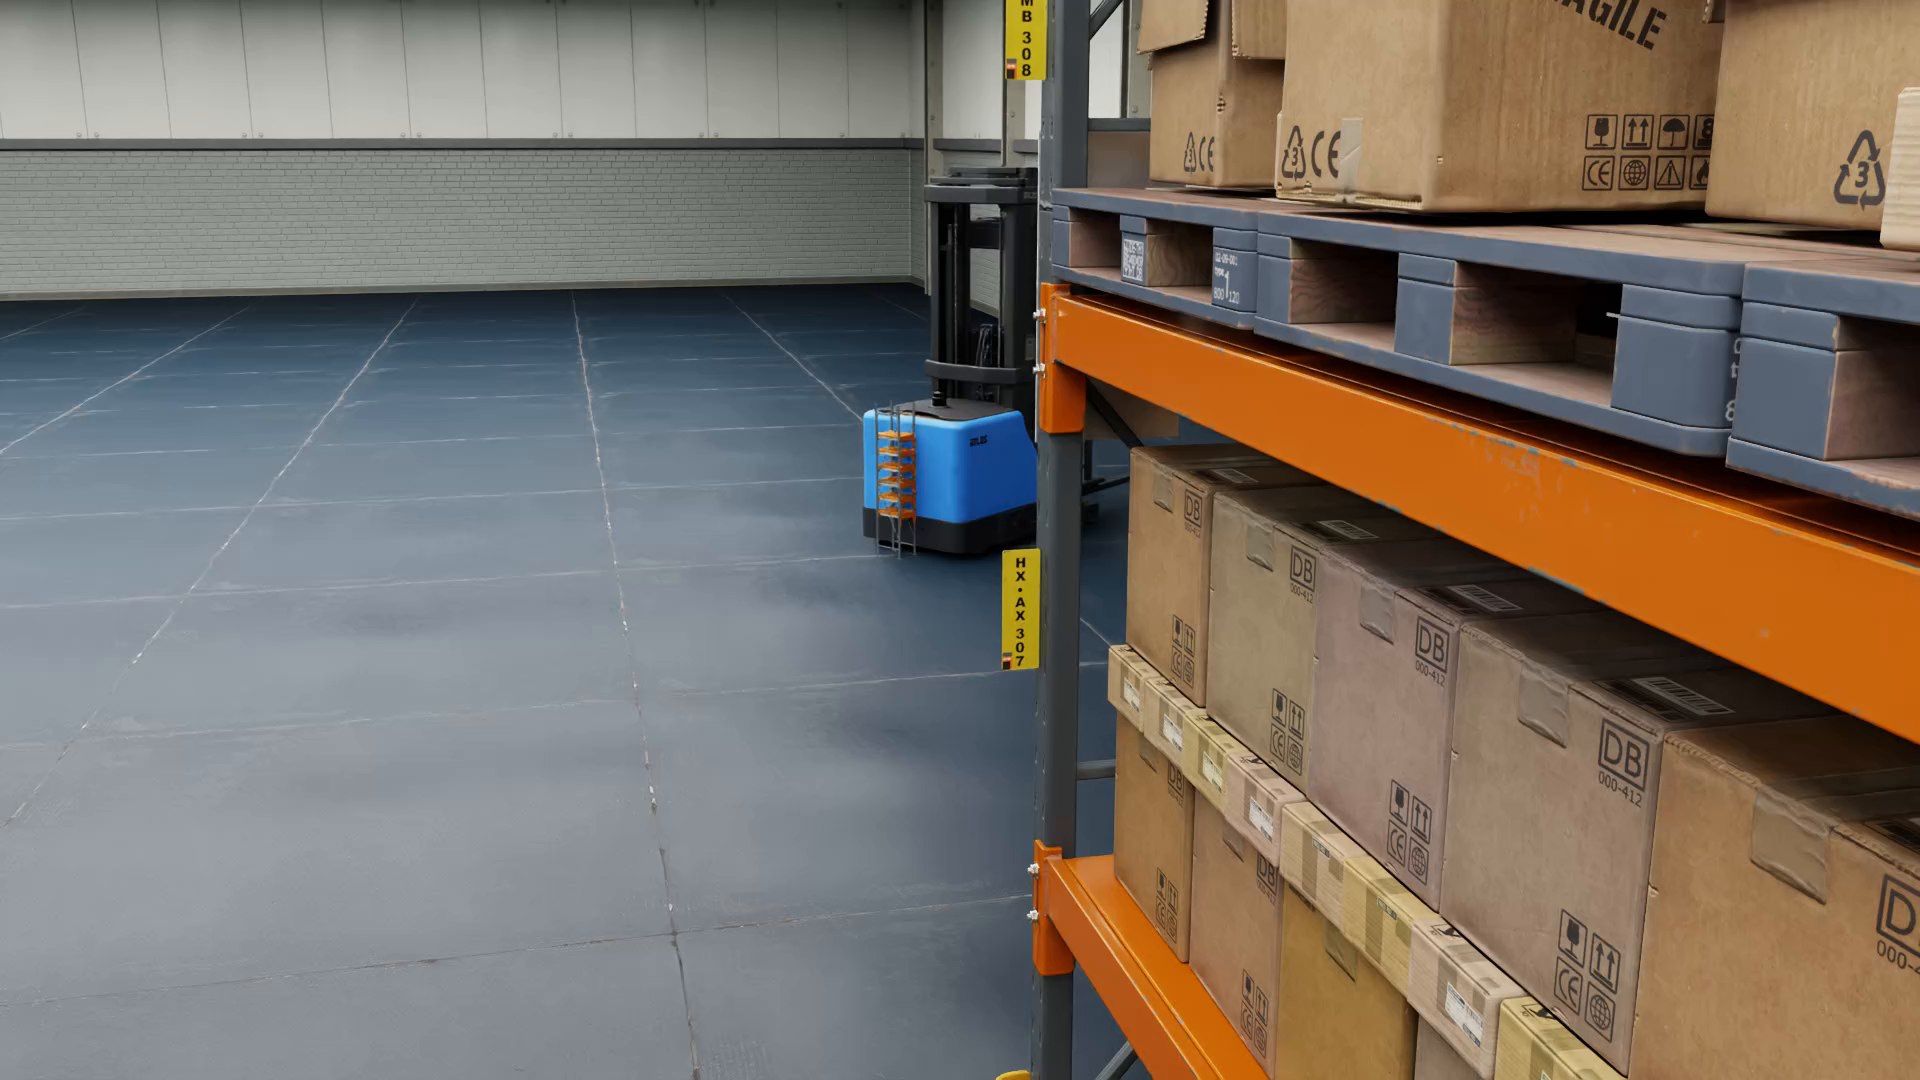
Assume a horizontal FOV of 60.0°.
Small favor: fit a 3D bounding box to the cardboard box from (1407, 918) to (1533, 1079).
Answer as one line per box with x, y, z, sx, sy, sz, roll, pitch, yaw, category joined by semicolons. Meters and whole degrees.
0.944;0.706;2.638;0.380;0.149;0.250;-3;14;-13;cardboard box

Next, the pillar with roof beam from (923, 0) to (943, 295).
-4.710;-9.146;31.901;9.100;9.000;0.400;-3;14;-13;pillar with roof beam

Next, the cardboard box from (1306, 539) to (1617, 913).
1.058;0.292;2.967;0.700;0.500;0.500;-3;14;-13;cardboard box

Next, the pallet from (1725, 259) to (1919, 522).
1.415;-0.074;1.275;1.003;0.211;1.213;-3;14;-13;pallet

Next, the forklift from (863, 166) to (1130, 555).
0.521;-1.600;13.800;1.130;2.935;3.031;10;17;36;forklift

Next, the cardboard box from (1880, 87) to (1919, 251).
1.091;-0.334;1.505;0.380;0.149;0.250;-3;14;-13;cardboard box

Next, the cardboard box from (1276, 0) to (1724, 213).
0.825;-0.766;2.533;0.500;0.500;0.500;-3;14;-13;cardboard box

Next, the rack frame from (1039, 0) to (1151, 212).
0.701;-2.301;3.886;1.000;3.000;0.127;-3;14;-13;rack frame

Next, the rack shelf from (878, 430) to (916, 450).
-0.494;-0.768;12.712;0.258;0.103;0.180;10;17;36;rack shelf

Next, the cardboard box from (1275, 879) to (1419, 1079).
1.037;0.909;3.177;0.700;0.500;0.500;-3;14;-13;cardboard box

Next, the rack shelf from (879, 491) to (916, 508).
-0.494;-0.302;12.826;0.258;0.103;0.180;10;17;36;rack shelf

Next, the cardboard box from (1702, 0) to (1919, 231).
1.376;-0.630;1.970;0.797;0.503;0.637;-2;14;-7;cardboard box

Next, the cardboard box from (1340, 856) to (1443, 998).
0.888;0.649;2.874;0.380;0.149;0.250;-3;14;-14;cardboard box

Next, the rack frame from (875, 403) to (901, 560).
-0.550;-0.444;12.717;0.240;1.200;0.006;10;17;36;rack frame

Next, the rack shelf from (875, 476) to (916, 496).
-0.494;-0.418;12.798;0.258;0.103;0.180;10;17;36;rack shelf

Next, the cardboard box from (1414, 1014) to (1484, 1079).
1.164;1.030;2.681;0.700;0.500;0.500;-3;14;-11;cardboard box

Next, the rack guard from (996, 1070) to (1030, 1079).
0.695;1.822;4.917;1.175;0.500;0.348;-3;14;-13;rack guard

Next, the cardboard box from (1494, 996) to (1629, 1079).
1.006;0.767;2.389;0.380;0.149;0.250;-3;14;-11;cardboard box

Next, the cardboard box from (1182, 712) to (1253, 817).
0.705;0.470;3.605;0.380;0.149;0.250;-3;14;-13;cardboard box

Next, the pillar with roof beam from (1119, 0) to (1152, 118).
-1.892;-6.378;20.570;9.100;9.000;0.400;-3;14;-13;pillar with roof beam

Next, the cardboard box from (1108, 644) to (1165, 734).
0.584;0.352;4.089;0.380;0.149;0.250;-3;14;-14;cardboard box

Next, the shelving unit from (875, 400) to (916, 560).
-0.494;-0.461;12.787;0.258;1.200;0.189;10;17;36;shelving unit

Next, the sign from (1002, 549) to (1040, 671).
0.160;0.184;4.365;0.100;0.325;0.005;-3;14;-13;sign

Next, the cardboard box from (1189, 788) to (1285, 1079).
0.926;0.794;3.647;0.700;0.500;0.500;-3;14;-12;cardboard box

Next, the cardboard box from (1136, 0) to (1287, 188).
0.832;-1.034;3.619;0.797;0.503;0.637;-2;14;-9;cardboard box

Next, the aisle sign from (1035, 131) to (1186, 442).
0.388;-0.648;4.281;0.394;0.787;0.004;-3;14;-13;aisle sign

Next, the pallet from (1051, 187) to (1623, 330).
0.842;-0.637;3.579;1.003;0.211;1.213;-3;14;-13;pallet

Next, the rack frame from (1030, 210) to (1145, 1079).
0.701;0.613;4.598;1.000;3.000;0.127;-3;14;-13;rack frame

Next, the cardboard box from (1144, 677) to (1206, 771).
0.648;0.413;3.841;0.380;0.149;0.250;-4;14;-15;cardboard box

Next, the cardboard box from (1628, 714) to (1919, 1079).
1.293;0.523;2.022;0.700;0.500;0.500;-3;14;-13;cardboard box

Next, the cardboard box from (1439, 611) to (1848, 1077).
1.176;0.408;2.494;0.700;0.500;0.500;-3;14;-13;cardboard box

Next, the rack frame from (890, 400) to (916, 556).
-0.439;-0.479;12.858;0.240;1.200;0.006;10;17;36;rack frame

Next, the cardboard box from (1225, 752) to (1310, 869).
0.763;0.529;3.366;0.380;0.149;0.250;-4;14;-14;cardboard box

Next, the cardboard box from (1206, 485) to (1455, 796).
0.939;0.176;3.443;0.700;0.500;0.500;-4;14;-15;cardboard box

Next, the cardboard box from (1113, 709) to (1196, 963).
0.798;0.673;4.142;0.700;0.500;0.500;-3;14;-13;cardboard box

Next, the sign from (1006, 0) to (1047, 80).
0.160;-1.278;4.008;0.100;0.325;0.005;-3;14;-13;sign

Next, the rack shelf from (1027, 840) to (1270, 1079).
1.170;1.424;2.795;1.077;0.370;4.000;-3;14;-13;rack shelf

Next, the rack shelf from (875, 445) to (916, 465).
-0.494;-0.651;12.741;0.258;0.103;0.180;10;17;36;rack shelf

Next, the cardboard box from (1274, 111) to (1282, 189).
0.806;-0.713;3.054;0.380;0.149;0.250;-3;14;-13;cardboard box

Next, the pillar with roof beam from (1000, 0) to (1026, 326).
-3.301;-7.762;26.236;9.100;9.000;0.400;-3;14;-13;pillar with roof beam

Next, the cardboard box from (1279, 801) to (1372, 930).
0.828;0.590;3.115;0.380;0.149;0.250;-4;14;-15;cardboard box

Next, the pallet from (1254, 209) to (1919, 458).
1.132;-0.355;2.424;1.003;0.211;1.213;-3;14;-13;pallet

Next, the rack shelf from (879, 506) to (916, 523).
-0.494;-0.185;12.855;0.258;0.103;0.180;10;17;36;rack shelf

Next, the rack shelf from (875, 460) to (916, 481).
-0.494;-0.535;12.769;0.258;0.103;0.180;10;17;36;rack shelf

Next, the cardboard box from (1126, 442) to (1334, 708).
0.810;0.055;3.938;0.700;0.500;0.500;-3;14;-13;cardboard box

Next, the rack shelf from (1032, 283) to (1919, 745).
1.170;-0.033;2.439;1.077;0.370;4.000;-3;14;-13;rack shelf
